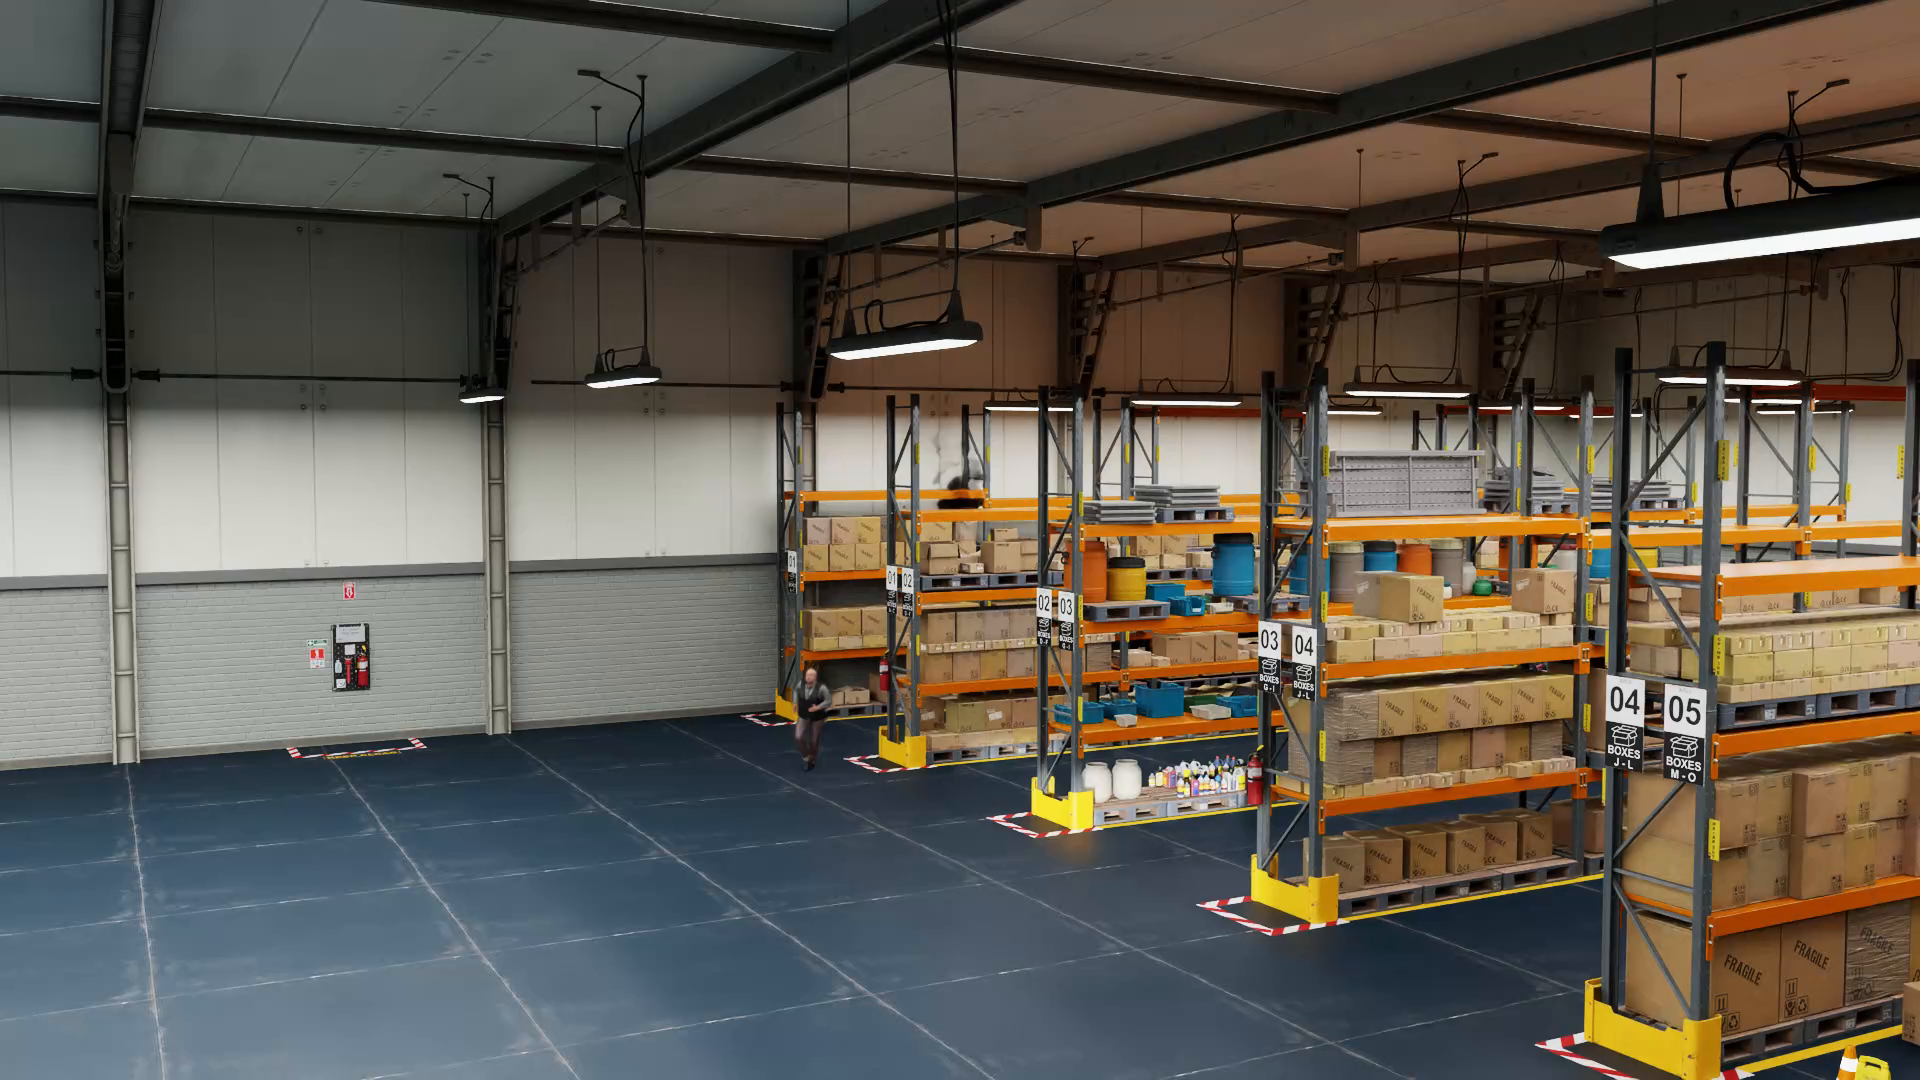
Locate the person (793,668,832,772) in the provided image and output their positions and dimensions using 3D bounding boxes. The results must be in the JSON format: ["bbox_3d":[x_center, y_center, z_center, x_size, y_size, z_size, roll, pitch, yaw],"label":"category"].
[{"bbox_3d":[-2.340,2.862,26.536,0.694,1.694,0.799,1,3,12],"label":"person"}]
